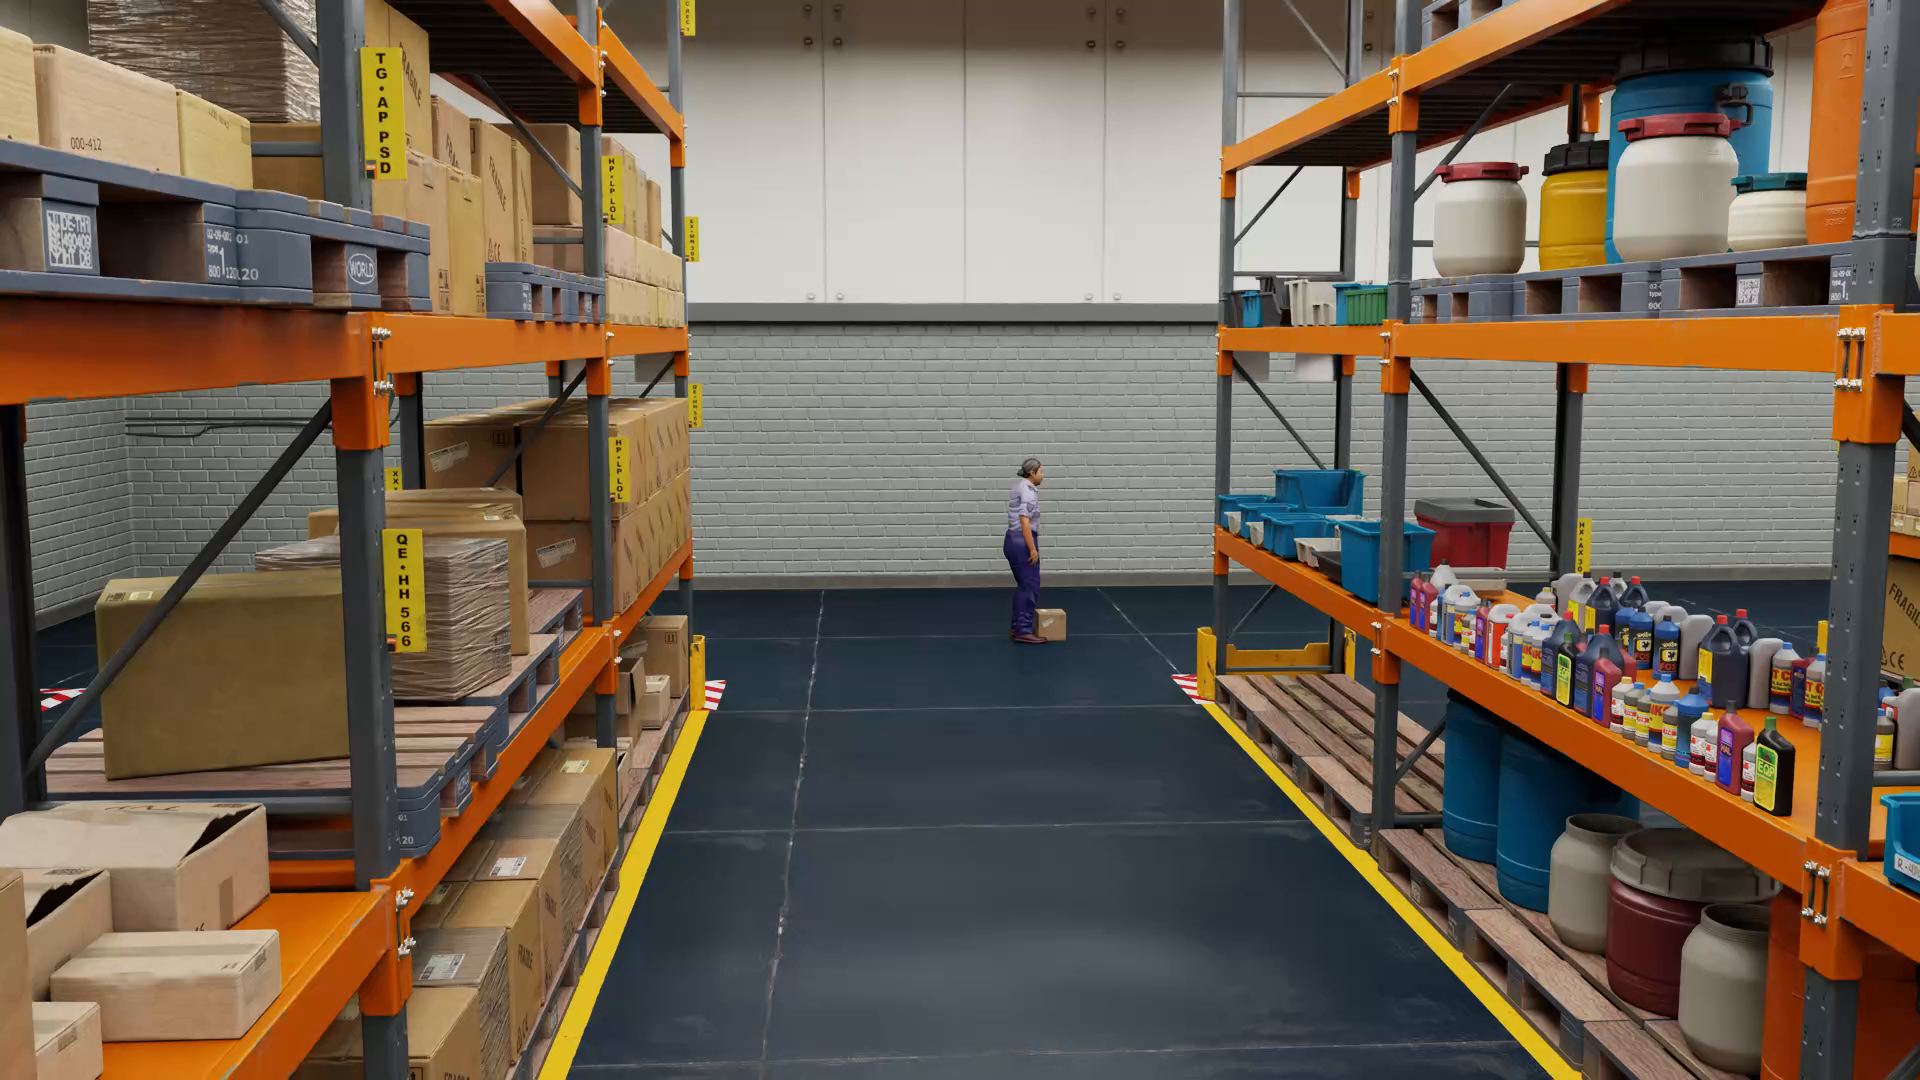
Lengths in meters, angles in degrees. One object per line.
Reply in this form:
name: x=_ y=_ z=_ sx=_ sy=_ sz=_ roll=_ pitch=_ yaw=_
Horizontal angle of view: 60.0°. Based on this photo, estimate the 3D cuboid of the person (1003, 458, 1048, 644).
person: x=0.590 y=0.084 z=15.100 sx=0.369 sy=1.652 sz=0.564 roll=-1 pitch=7 yaw=-7
